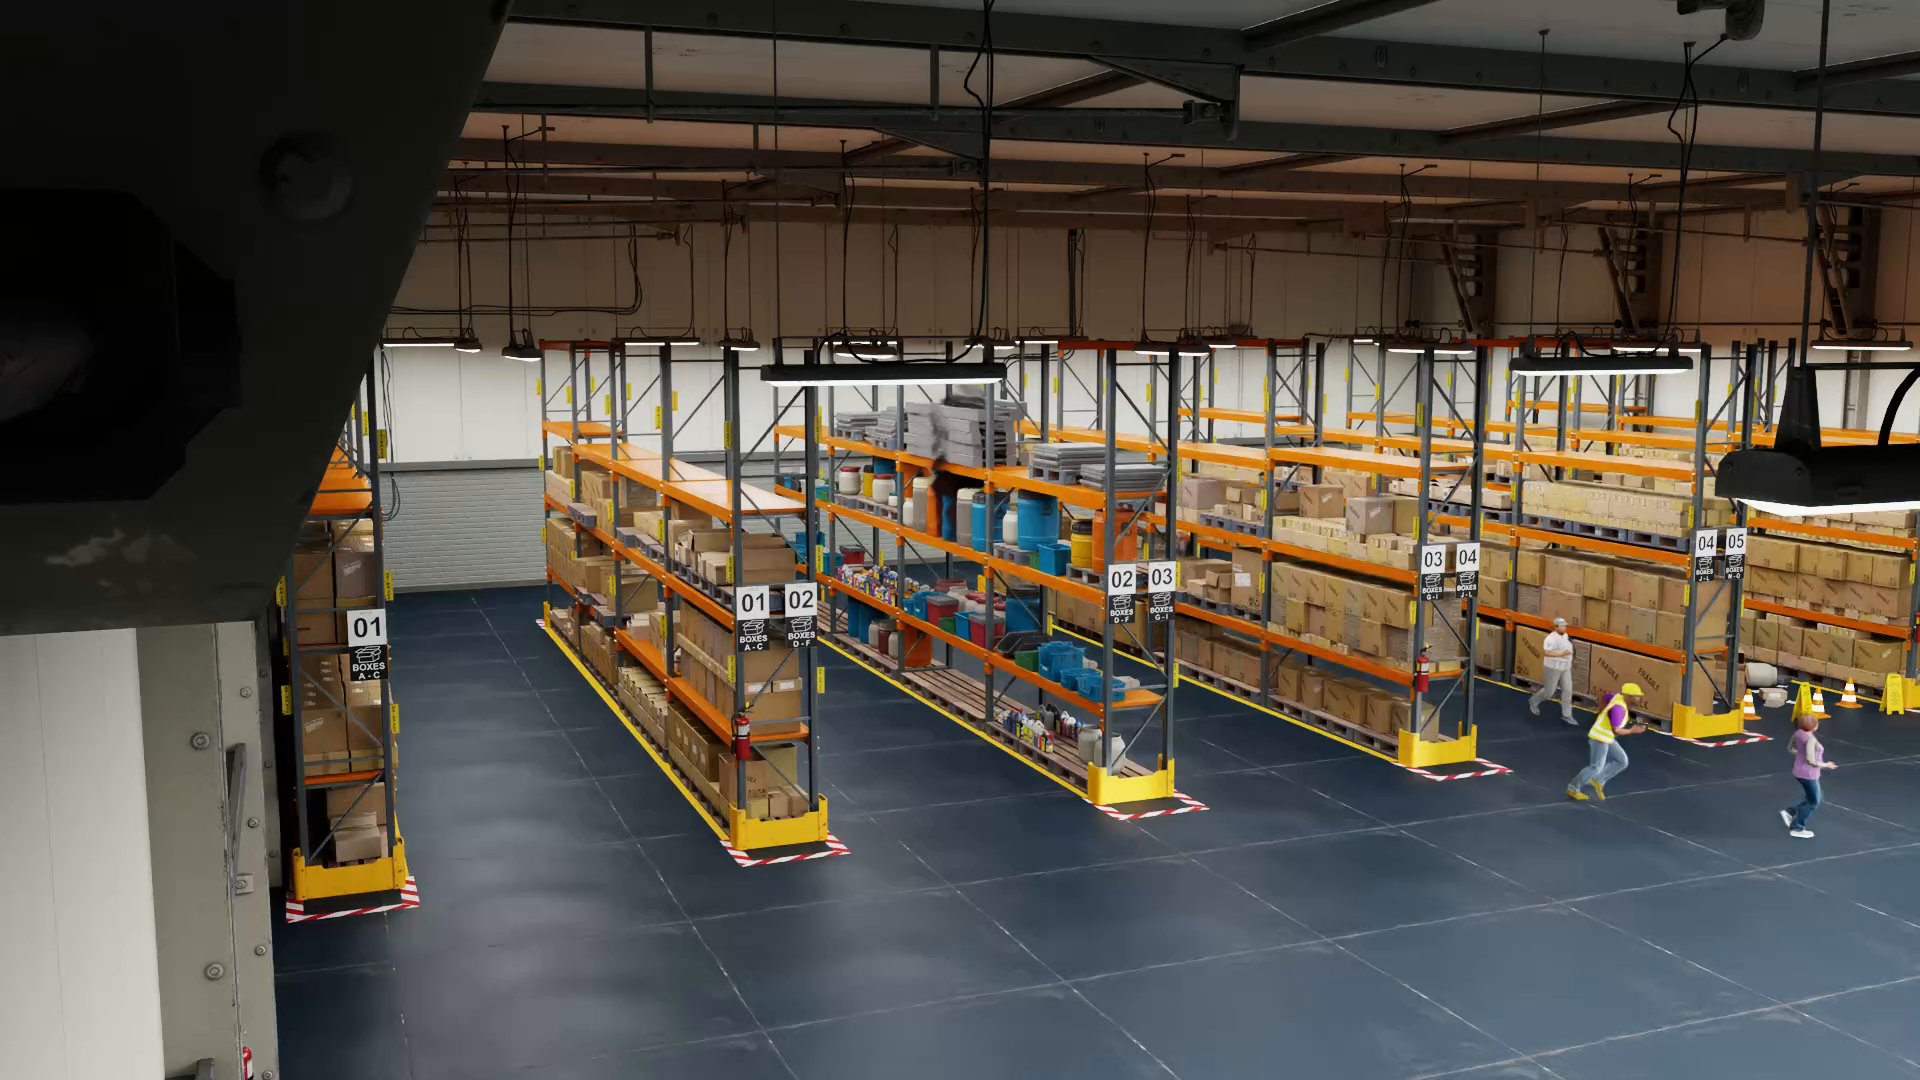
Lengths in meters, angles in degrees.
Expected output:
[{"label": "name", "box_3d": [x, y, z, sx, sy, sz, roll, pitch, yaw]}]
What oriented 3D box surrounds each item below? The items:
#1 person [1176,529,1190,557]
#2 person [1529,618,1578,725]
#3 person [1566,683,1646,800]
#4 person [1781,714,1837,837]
[{"label": "person", "box_3d": [4.989, 0.565, 37.468, 0.740, 1.666, 0.745, -2, 8, -15]}, {"label": "person", "box_3d": [9.493, 2.050, 26.485, 0.637, 1.657, 0.907, -4, 8, -28]}, {"label": "person", "box_3d": [8.579, 2.662, 22.039, 0.944, 1.622, 0.730, 4, 8, 25]}, {"label": "person", "box_3d": [10.466, 2.902, 20.499, 0.549, 1.554, 0.529, 1, 8, 8]}]
